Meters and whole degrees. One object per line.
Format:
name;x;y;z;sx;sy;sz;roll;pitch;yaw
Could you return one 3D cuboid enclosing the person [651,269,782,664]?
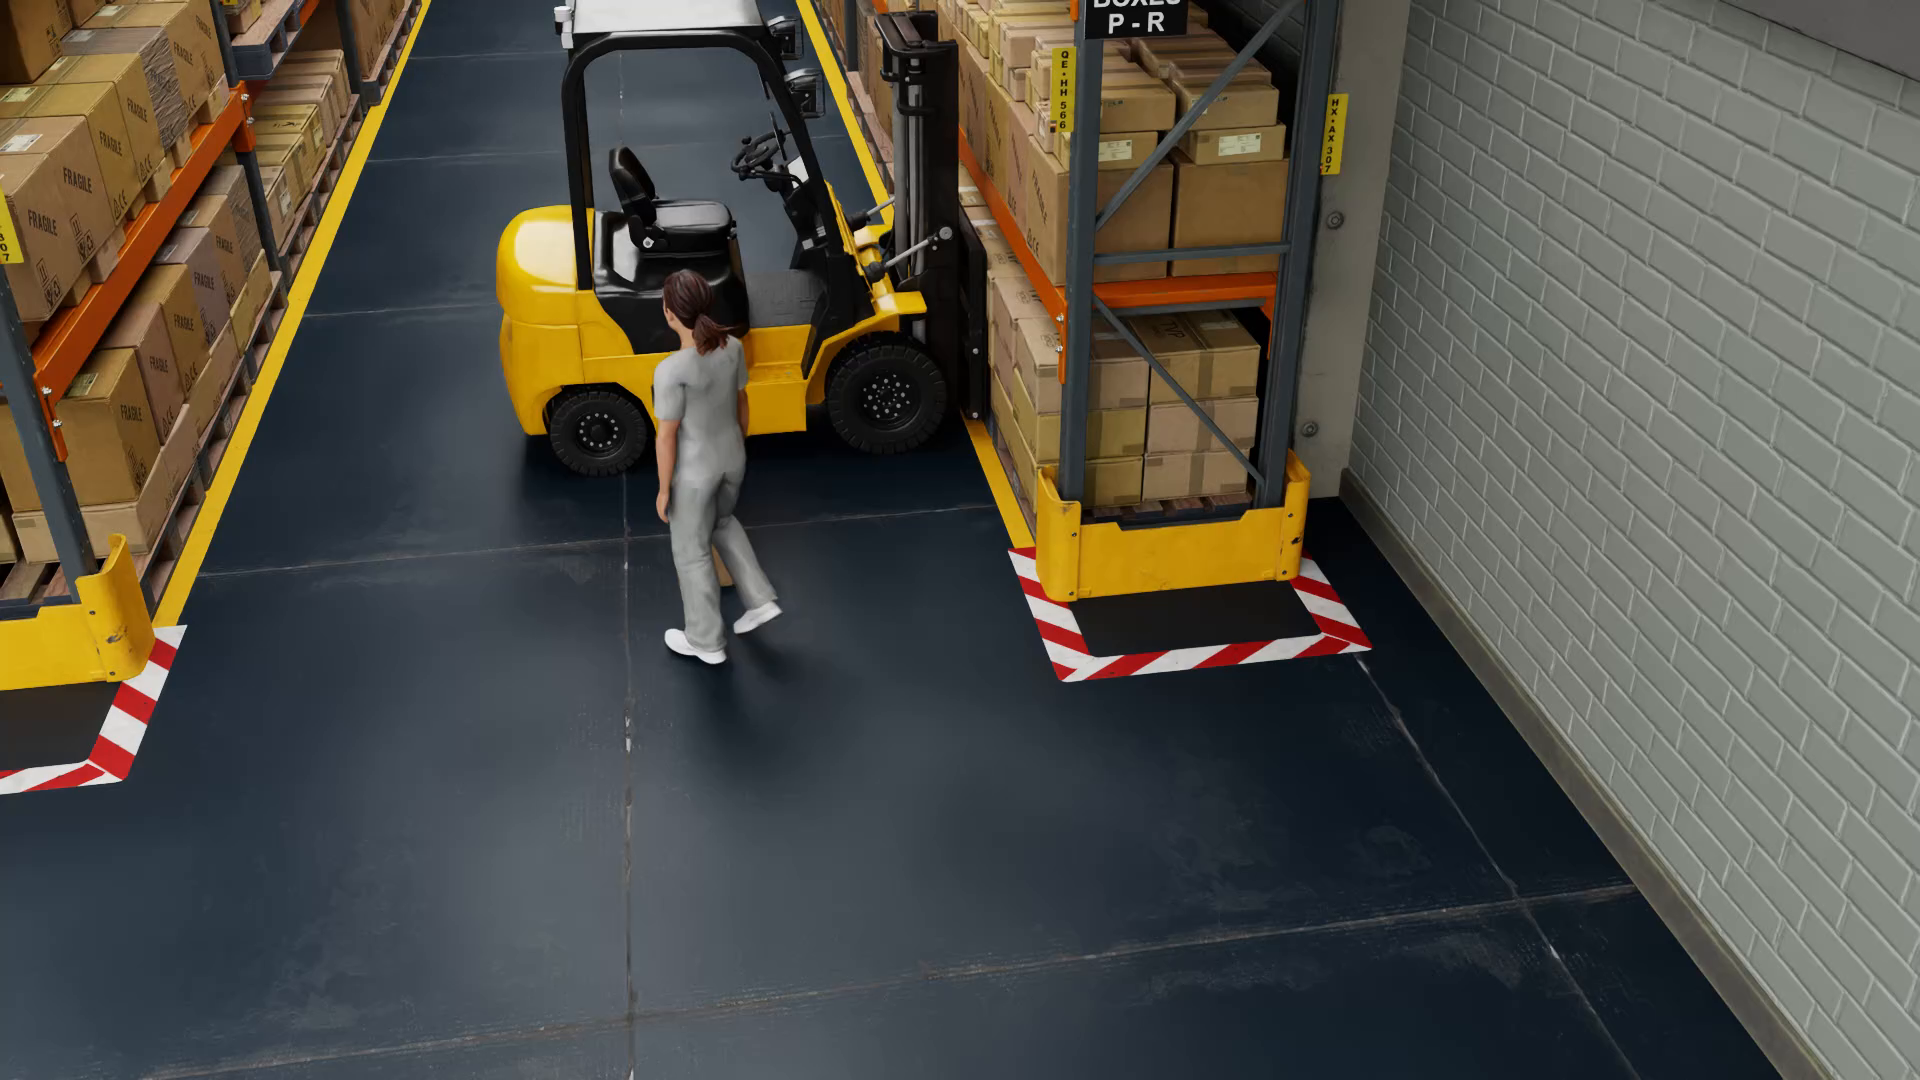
person;-1.015;-0.271;6.562;0.427;1.678;0.472;24;38;34
